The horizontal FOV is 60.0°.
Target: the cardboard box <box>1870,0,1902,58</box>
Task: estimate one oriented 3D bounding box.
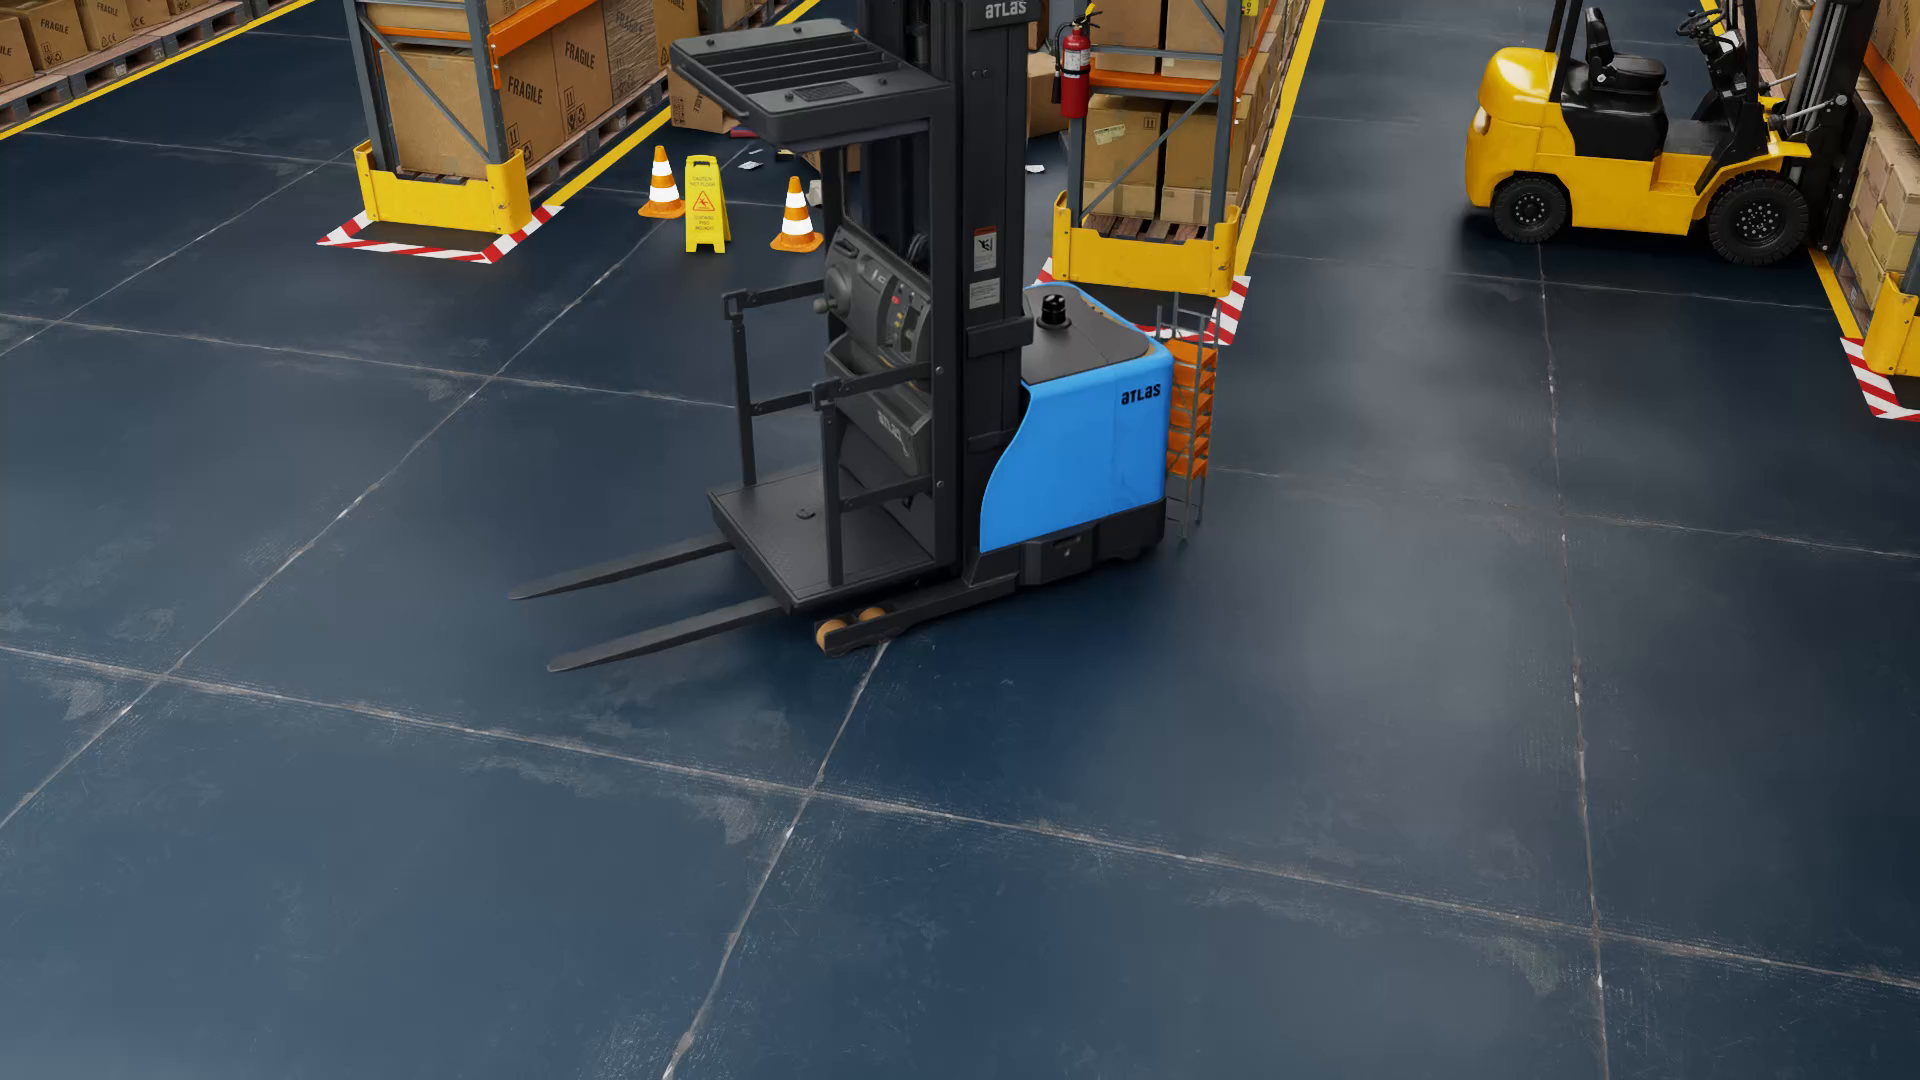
[{"bbox_3d":[6.242,-3.404,10.716,0.500,0.500,0.500,8,33,13],"label":"cardboard box"}]

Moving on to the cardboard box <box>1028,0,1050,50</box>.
[{"bbox_3d":[0.467,-4.516,14.181,0.500,0.500,0.500,8,33,12],"label":"cardboard box"}]

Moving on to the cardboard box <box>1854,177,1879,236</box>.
[{"bbox_3d":[5.942,-2.056,10.394,0.500,0.250,0.500,8,33,12],"label":"cardboard box"}]

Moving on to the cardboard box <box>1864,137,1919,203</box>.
[{"bbox_3d":[5.923,-2.261,10.249,0.500,0.250,0.500,9,33,13],"label":"cardboard box"}]

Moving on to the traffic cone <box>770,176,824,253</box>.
[{"bbox_3d":[-1.117,-2.251,11.360,0.336,0.463,0.334,8,33,12],"label":"traffic cone"}]

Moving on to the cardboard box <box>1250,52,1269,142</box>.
[{"bbox_3d":[1.923,-3.206,11.970,0.500,0.500,0.500,9,33,13],"label":"cardboard box"}]

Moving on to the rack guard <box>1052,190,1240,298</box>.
[{"bbox_3d":[1.201,-1.933,10.825,1.175,0.500,0.348,8,33,12],"label":"rack guard"}]

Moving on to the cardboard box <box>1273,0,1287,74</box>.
[{"bbox_3d":[2.306,-4.014,13.240,0.500,0.500,0.500,8,33,12],"label":"cardboard box"}]

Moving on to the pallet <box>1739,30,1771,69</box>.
[{"bbox_3d":[7.455,-4.196,14.654,1.003,0.211,1.213,8,33,12],"label":"pallet"}]

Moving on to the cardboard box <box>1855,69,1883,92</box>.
[{"bbox_3d":[6.318,-3.057,11.502,0.500,0.250,0.500,9,34,14],"label":"cardboard box"}]

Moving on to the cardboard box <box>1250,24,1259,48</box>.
[{"bbox_3d":[1.773,-3.376,10.998,0.380,0.149,0.250,9,33,13],"label":"cardboard box"}]

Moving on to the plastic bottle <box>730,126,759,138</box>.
[{"bbox_3d":[-1.698,-3.277,13.349,0.283,0.061,0.133,-3,33,-4],"label":"plastic bottle"}]

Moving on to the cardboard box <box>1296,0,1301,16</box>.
[{"bbox_3d":[2.681,-5.100,15.534,0.950,0.372,0.625,9,34,14],"label":"cardboard box"}]

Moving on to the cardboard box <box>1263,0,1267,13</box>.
[{"bbox_3d":[1.826,-3.858,11.152,0.500,0.500,0.500,7,33,11],"label":"cardboard box"}]

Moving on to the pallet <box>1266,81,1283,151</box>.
[{"bbox_3d":[2.060,-3.494,13.549,1.003,0.211,1.213,8,33,12],"label":"pallet"}]

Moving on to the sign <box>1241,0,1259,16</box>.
[{"bbox_3d":[1.706,-3.240,9.744,0.100,0.325,0.005,8,33,12],"label":"sign"}]

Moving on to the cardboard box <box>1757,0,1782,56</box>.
[{"bbox_3d":[7.513,-4.590,14.496,0.875,0.625,0.625,7,33,10],"label":"cardboard box"}]

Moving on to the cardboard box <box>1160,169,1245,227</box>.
[{"bbox_3d":[1.654,-2.346,11.316,0.500,0.250,0.500,8,33,12],"label":"cardboard box"}]

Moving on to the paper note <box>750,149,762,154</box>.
[{"bbox_3d":[-1.598,-3.043,13.027,0.032,0.001,0.123,28,42,36],"label":"paper note"}]

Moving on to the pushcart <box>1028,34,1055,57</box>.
[{"bbox_3d":[-0.022,-4.202,14.508,1.648,0.377,0.936,-3,33,-4],"label":"pushcart"}]

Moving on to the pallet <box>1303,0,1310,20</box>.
[{"bbox_3d":[3.012,-5.518,16.733,1.003,0.211,1.213,8,33,12],"label":"pallet"}]

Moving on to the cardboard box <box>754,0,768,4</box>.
[{"bbox_3d":[-2.298,-5.708,16.138,1.050,0.750,0.750,8,33,12],"label":"cardboard box"}]

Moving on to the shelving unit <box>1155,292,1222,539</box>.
[{"bbox_3d":[1.069,-0.590,8.060,0.258,1.200,0.189,19,37,27],"label":"shelving unit"}]

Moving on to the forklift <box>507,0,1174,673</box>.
[{"bbox_3d":[-0.545,-1.040,7.153,3.031,2.935,1.130,-16,36,-24],"label":"forklift"}]

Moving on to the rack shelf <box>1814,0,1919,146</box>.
[{"bbox_3d":[6.491,-3.009,10.858,1.077,0.370,4.000,8,33,12],"label":"rack shelf"}]

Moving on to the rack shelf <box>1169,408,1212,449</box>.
[{"bbox_3d":[1.069,-0.553,8.084,0.258,0.103,0.180,19,37,27],"label":"rack shelf"}]

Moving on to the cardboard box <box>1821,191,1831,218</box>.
[{"bbox_3d":[6.178,-2.366,11.347,0.500,0.250,0.500,9,34,14],"label":"cardboard box"}]

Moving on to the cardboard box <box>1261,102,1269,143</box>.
[{"bbox_3d":[2.047,-3.157,12.591,0.500,0.250,0.500,9,33,13],"label":"cardboard box"}]

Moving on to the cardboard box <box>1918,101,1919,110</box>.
[{"bbox_3d":[5.854,-2.608,9.463,0.500,0.500,0.500,7,33,11],"label":"cardboard box"}]

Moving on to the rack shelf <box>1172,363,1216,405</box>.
[{"bbox_3d":[1.069,-0.755,7.955,0.258,0.103,0.180,19,37,27],"label":"rack shelf"}]

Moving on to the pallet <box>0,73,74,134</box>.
[{"bbox_3d":[-8.145,-3.577,13.680,1.003,0.211,1.213,8,33,12],"label":"pallet"}]

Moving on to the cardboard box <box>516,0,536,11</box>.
[{"bbox_3d":[-3.464,-4.120,11.796,0.875,0.550,0.550,8,33,12],"label":"cardboard box"}]

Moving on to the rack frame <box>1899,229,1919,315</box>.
[{"bbox_3d":[5.983,-2.275,9.032,1.000,3.000,0.127,8,33,12],"label":"rack frame"}]

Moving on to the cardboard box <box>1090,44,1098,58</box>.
[{"bbox_3d":[1.026,-3.212,10.741,0.380,0.149,0.250,8,33,12],"label":"cardboard box"}]

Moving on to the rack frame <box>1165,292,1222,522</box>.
[{"bbox_3d":[1.118,-0.632,8.125,0.240,1.200,0.006,19,37,27],"label":"rack frame"}]

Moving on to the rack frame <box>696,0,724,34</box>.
[{"bbox_3d":[-2.617,-5.646,14.335,1.000,3.000,0.127,8,33,12],"label":"rack frame"}]

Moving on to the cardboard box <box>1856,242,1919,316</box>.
[{"bbox_3d":[5.797,-1.578,10.108,0.500,0.250,0.500,8,33,13],"label":"cardboard box"}]

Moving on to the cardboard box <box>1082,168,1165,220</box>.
[{"bbox_3d":[1.132,-2.434,11.454,0.500,0.250,0.500,8,33,12],"label":"cardboard box"}]

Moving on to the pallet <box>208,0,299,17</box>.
[{"bbox_3d":[-7.193,-5.601,16.863,1.003,0.211,1.213,8,33,12],"label":"pallet"}]

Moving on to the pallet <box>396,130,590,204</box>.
[{"bbox_3d":[-3.505,-2.819,12.487,1.003,0.211,1.213,8,33,12],"label":"pallet"}]

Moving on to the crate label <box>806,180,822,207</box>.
[{"bbox_3d":[-0.978,-2.530,12.102,0.250,0.136,0.298,-8,33,-13],"label":"crate label"}]

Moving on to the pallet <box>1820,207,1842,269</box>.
[{"bbox_3d":[6.449,-2.131,11.406,1.003,0.211,1.213,8,33,12],"label":"pallet"}]

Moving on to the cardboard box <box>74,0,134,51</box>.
[{"bbox_3d":[-7.749,-4.662,14.727,0.500,0.500,0.500,5,33,8],"label":"cardboard box"}]

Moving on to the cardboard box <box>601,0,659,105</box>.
[{"bbox_3d":[-3.070,-4.141,13.557,0.875,0.875,0.875,8,33,13],"label":"cardboard box"}]
